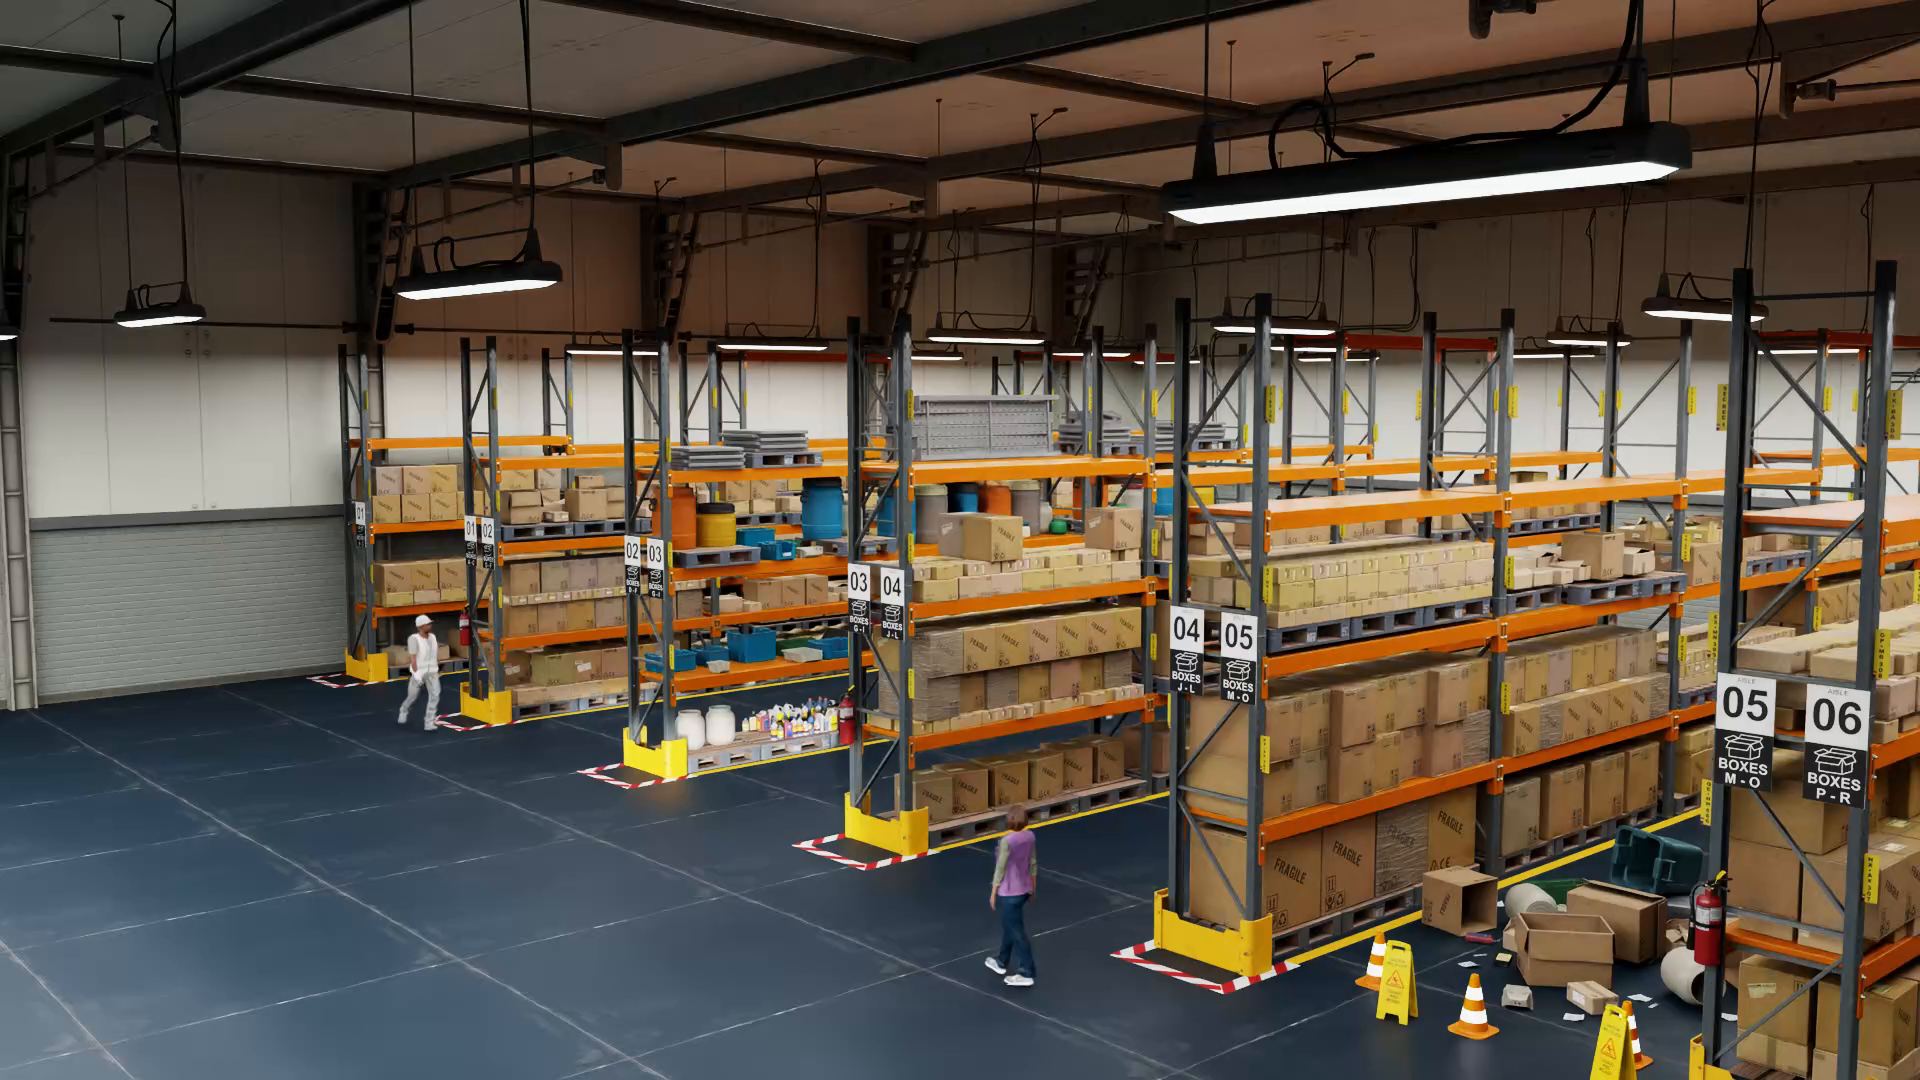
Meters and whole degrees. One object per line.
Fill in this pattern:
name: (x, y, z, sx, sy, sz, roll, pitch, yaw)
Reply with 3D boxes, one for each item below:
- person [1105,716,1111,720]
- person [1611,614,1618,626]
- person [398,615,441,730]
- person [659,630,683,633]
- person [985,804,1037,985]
person: (2.111, 1.968, 26.312, 0.662, 1.687, 0.331, 2, 5, 21)
person: (11.798, 1.625, 30.288, 0.461, 1.646, 0.604, -1, 5, -10)
person: (-8.208, 2.011, 25.378, 0.577, 1.748, 0.901, -4, 7, -38)
person: (-5.301, 1.656, 30.396, 0.469, 1.591, 0.484, -1, 5, -12)
person: (0.403, 3.087, 14.523, 0.604, 1.561, 0.457, 3, 6, 28)
